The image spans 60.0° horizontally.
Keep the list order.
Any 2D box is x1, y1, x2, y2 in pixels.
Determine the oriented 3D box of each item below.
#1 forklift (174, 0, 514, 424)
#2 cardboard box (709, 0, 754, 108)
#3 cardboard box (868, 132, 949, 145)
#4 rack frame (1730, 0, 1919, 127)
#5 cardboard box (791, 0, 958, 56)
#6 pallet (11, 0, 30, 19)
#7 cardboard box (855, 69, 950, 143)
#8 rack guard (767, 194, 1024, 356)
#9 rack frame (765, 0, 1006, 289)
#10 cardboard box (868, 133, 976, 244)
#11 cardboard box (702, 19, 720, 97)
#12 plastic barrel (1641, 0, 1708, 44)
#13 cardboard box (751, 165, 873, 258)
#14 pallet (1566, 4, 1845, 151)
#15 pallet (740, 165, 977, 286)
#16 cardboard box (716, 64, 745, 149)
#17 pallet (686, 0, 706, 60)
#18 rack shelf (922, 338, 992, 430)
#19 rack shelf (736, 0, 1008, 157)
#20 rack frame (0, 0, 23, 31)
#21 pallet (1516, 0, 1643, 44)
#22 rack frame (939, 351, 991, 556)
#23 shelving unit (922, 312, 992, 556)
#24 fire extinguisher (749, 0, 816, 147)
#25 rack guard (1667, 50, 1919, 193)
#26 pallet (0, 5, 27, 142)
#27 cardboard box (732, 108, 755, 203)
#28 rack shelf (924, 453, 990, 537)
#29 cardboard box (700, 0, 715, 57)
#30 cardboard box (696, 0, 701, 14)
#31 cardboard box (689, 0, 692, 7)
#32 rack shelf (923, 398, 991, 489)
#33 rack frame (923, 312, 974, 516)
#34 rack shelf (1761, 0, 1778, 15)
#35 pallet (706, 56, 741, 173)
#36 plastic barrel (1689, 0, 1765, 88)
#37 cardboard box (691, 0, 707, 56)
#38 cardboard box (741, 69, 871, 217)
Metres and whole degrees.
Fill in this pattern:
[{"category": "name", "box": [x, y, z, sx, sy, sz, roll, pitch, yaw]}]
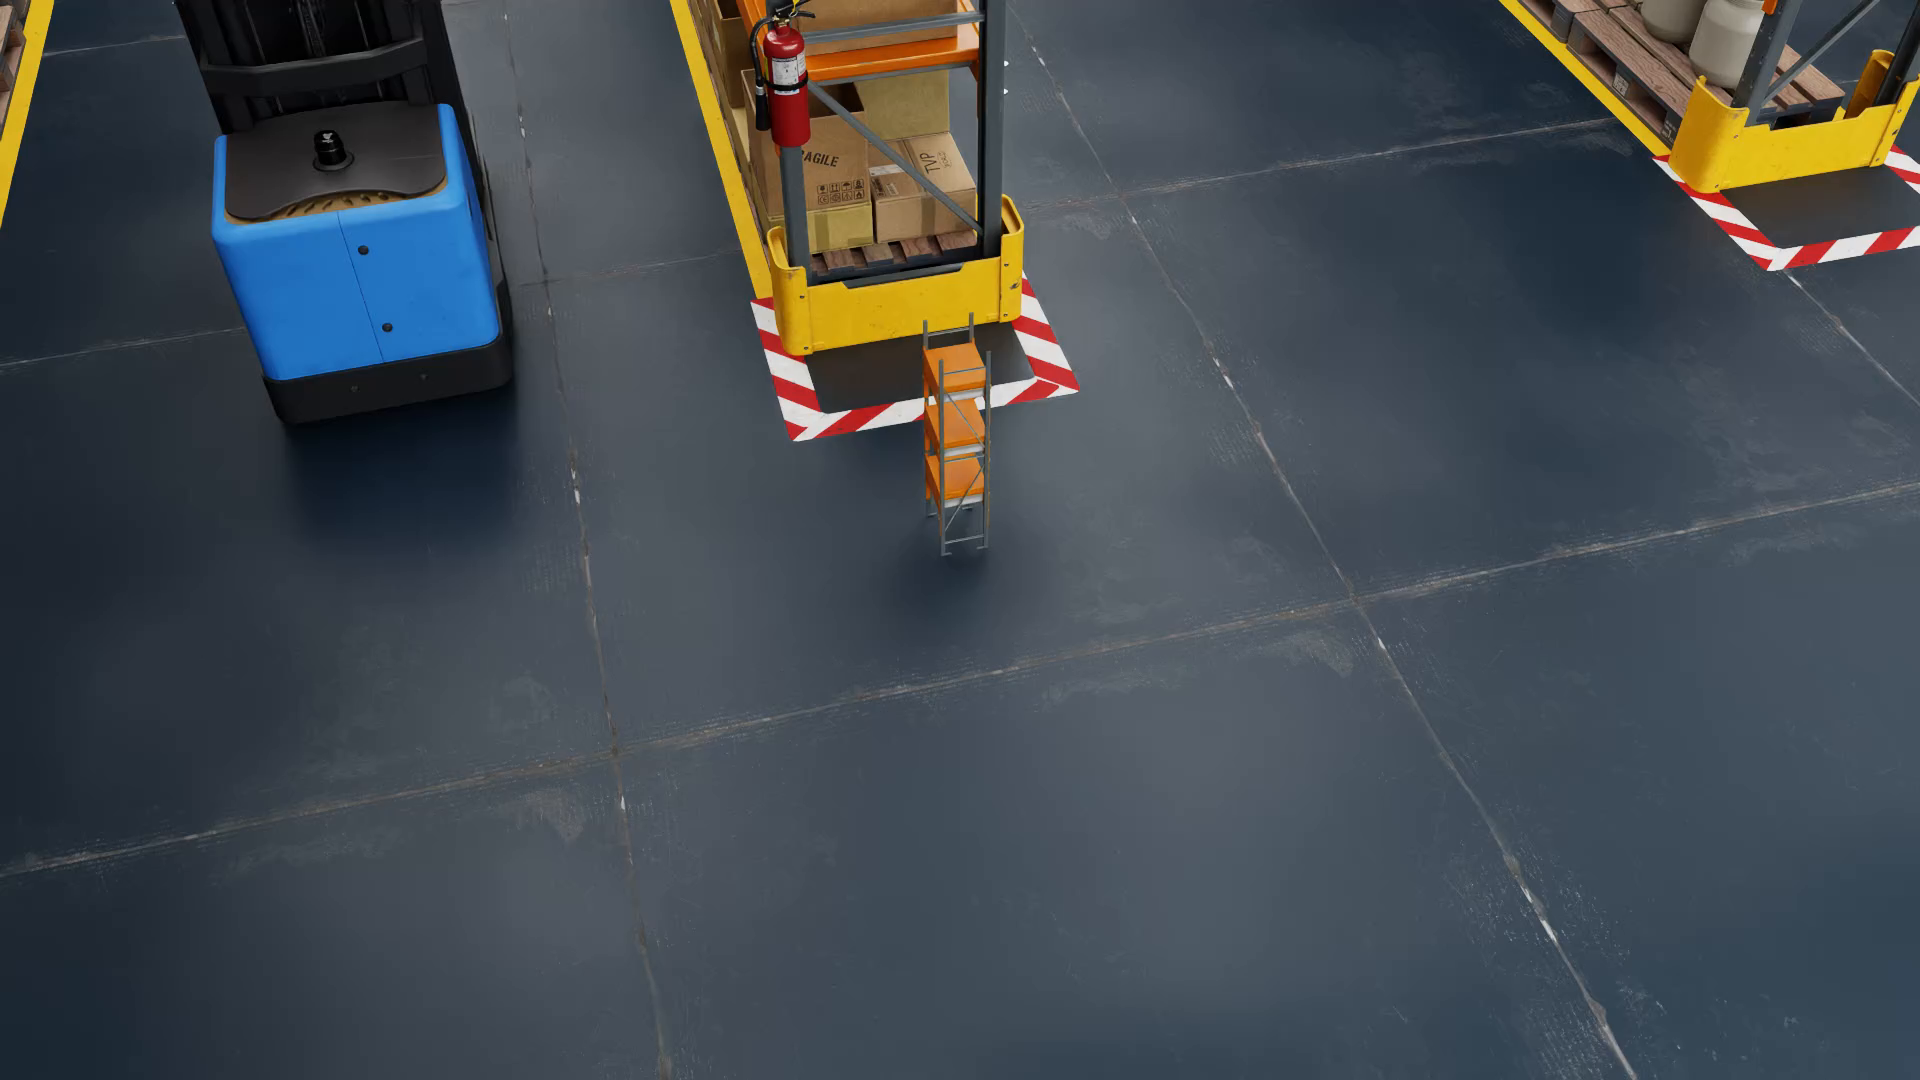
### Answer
[{"category": "forklift", "box": [-2.956, -2.617, 7.513, 1.130, 2.935, 3.031, -12, 47, -11]}, {"category": "cardboard box", "box": [-0.999, -2.602, 8.557, 0.500, 0.500, 0.500, -11, 47, -10]}, {"category": "cardboard box", "box": [-0.357, -2.091, 8.581, 0.500, 0.250, 0.500, -11, 47, -10]}, {"category": "rack frame", "box": [4.486, -3.054, 7.894, 1.000, 3.000, 0.127, -11, 47, -10]}, {"category": "cardboard box", "box": [-0.411, -2.511, 7.291, 0.700, 0.500, 0.500, -11, 47, -10]}, {"category": "pallet", "box": [-6.316, -3.566, 10.348, 1.003, 0.211, 1.213, -11, 47, -10]}, {"category": "cardboard box", "box": [-0.356, -2.354, 8.314, 0.500, 0.500, 0.500, -11, 47, -10]}, {"category": "rack guard", "box": [-0.297, -1.260, 7.885, 1.175, 0.500, 0.348, -11, 47, -10]}, {"category": "rack frame", "box": [-0.304, -2.151, 7.009, 1.000, 3.000, 0.127, -11, 47, -10]}, {"category": "cardboard box", "box": [-0.226, -1.747, 8.244, 0.500, 0.250, 0.500, -11, 47, -10]}, {"category": "cardboard box", "box": [-1.122, -2.686, 9.164, 0.500, 0.250, 0.500, -11, 47, -10]}, {"category": "plastic barrel", "box": [4.115, -3.117, 9.403, 0.421, 0.512, 0.421, 0, 46, 0]}, {"category": "cardboard box", "box": [-0.727, -1.652, 8.151, 0.500, 0.250, 0.500, -11, 47, -10]}, {"category": "pallet", "box": [4.218, -2.684, 9.483, 1.003, 0.211, 1.213, -11, 47, -10]}, {"category": "pallet", "box": [-0.540, -1.696, 8.515, 1.003, 0.211, 1.213, -11, 47, -10]}, {"category": "cardboard box", "box": [-0.996, -2.340, 8.825, 0.500, 0.250, 0.500, -11, 47, -10]}, {"category": "pallet", "box": [-1.165, -3.380, 10.166, 1.003, 0.211, 1.213, -11, 47, -10]}, {"category": "rack shelf", "box": [-0.014, -0.596, 6.467, 0.215, 0.259, 0.240, -11, 47, -10]}, {"category": "rack shelf", "box": [-0.816, -3.280, 8.619, 1.077, 0.370, 4.000, -11, 47, -10]}, {"category": "rack frame", "box": [-6.115, -4.005, 8.825, 1.000, 3.000, 0.127, -11, 47, -10]}, {"category": "pallet", "box": [3.909, -3.525, 10.307, 1.003, 0.211, 1.213, -11, 47, -10]}, {"category": "rack frame", "box": [0.018, -0.320, 6.579, 0.200, 1.050, 0.008, -11, 47, -10]}, {"category": "shelving unit", "box": [-0.014, -0.404, 6.662, 0.215, 1.050, 0.252, -11, 47, -10]}, {"category": "fire extinguisher", "box": [-0.722, -1.958, 6.873, 0.296, 0.674, 0.183, -11, 47, -10]}, {"category": "rack guard", "box": [4.421, -2.223, 8.830, 1.175, 0.500, 0.348, -11, 47, -10]}, {"category": "pallet", "box": [-5.909, -2.571, 9.373, 1.003, 0.211, 1.213, -11, 47, -10]}, {"category": "cardboard box", "box": [-0.866, -1.995, 8.487, 0.500, 0.250, 0.500, -11, 47, -10]}, {"category": "rack shelf", "box": [-0.014, -0.202, 6.868, 0.215, 0.259, 0.240, -11, 47, -10]}, {"category": "cardboard box", "box": [-1.126, -2.947, 8.895, 0.500, 0.500, 0.500, -11, 47, -10]}, {"category": "cardboard box", "box": [-1.255, -3.292, 9.233, 0.500, 0.500, 0.500, -11, 47, -10]}, {"category": "cardboard box", "box": [-1.379, -3.376, 9.840, 0.500, 0.250, 0.500, -11, 47, -10]}, {"category": "rack shelf", "box": [-0.014, -0.397, 6.670, 0.215, 0.259, 0.240, -11, 47, -10]}, {"category": "rack frame", "box": [-0.045, -0.489, 6.745, 0.200, 1.050, 0.008, -11, 47, -10]}, {"category": "rack shelf", "box": [3.974, -4.183, 9.504, 1.077, 0.370, 4.000, -11, 47, -10]}, {"category": "pallet", "box": [-0.849, -2.536, 9.339, 1.003, 0.211, 1.213, -11, 47, -10]}, {"category": "plastic barrel", "box": [4.243, -2.771, 9.064, 0.421, 0.512, 0.421, 0, 46, 0]}, {"category": "cardboard box", "box": [-1.256, -3.030, 9.501, 0.500, 0.250, 0.500, -11, 47, -10]}, {"category": "cardboard box", "box": [-0.729, -1.914, 7.883, 0.500, 0.500, 0.500, -11, 47, -10]}]
